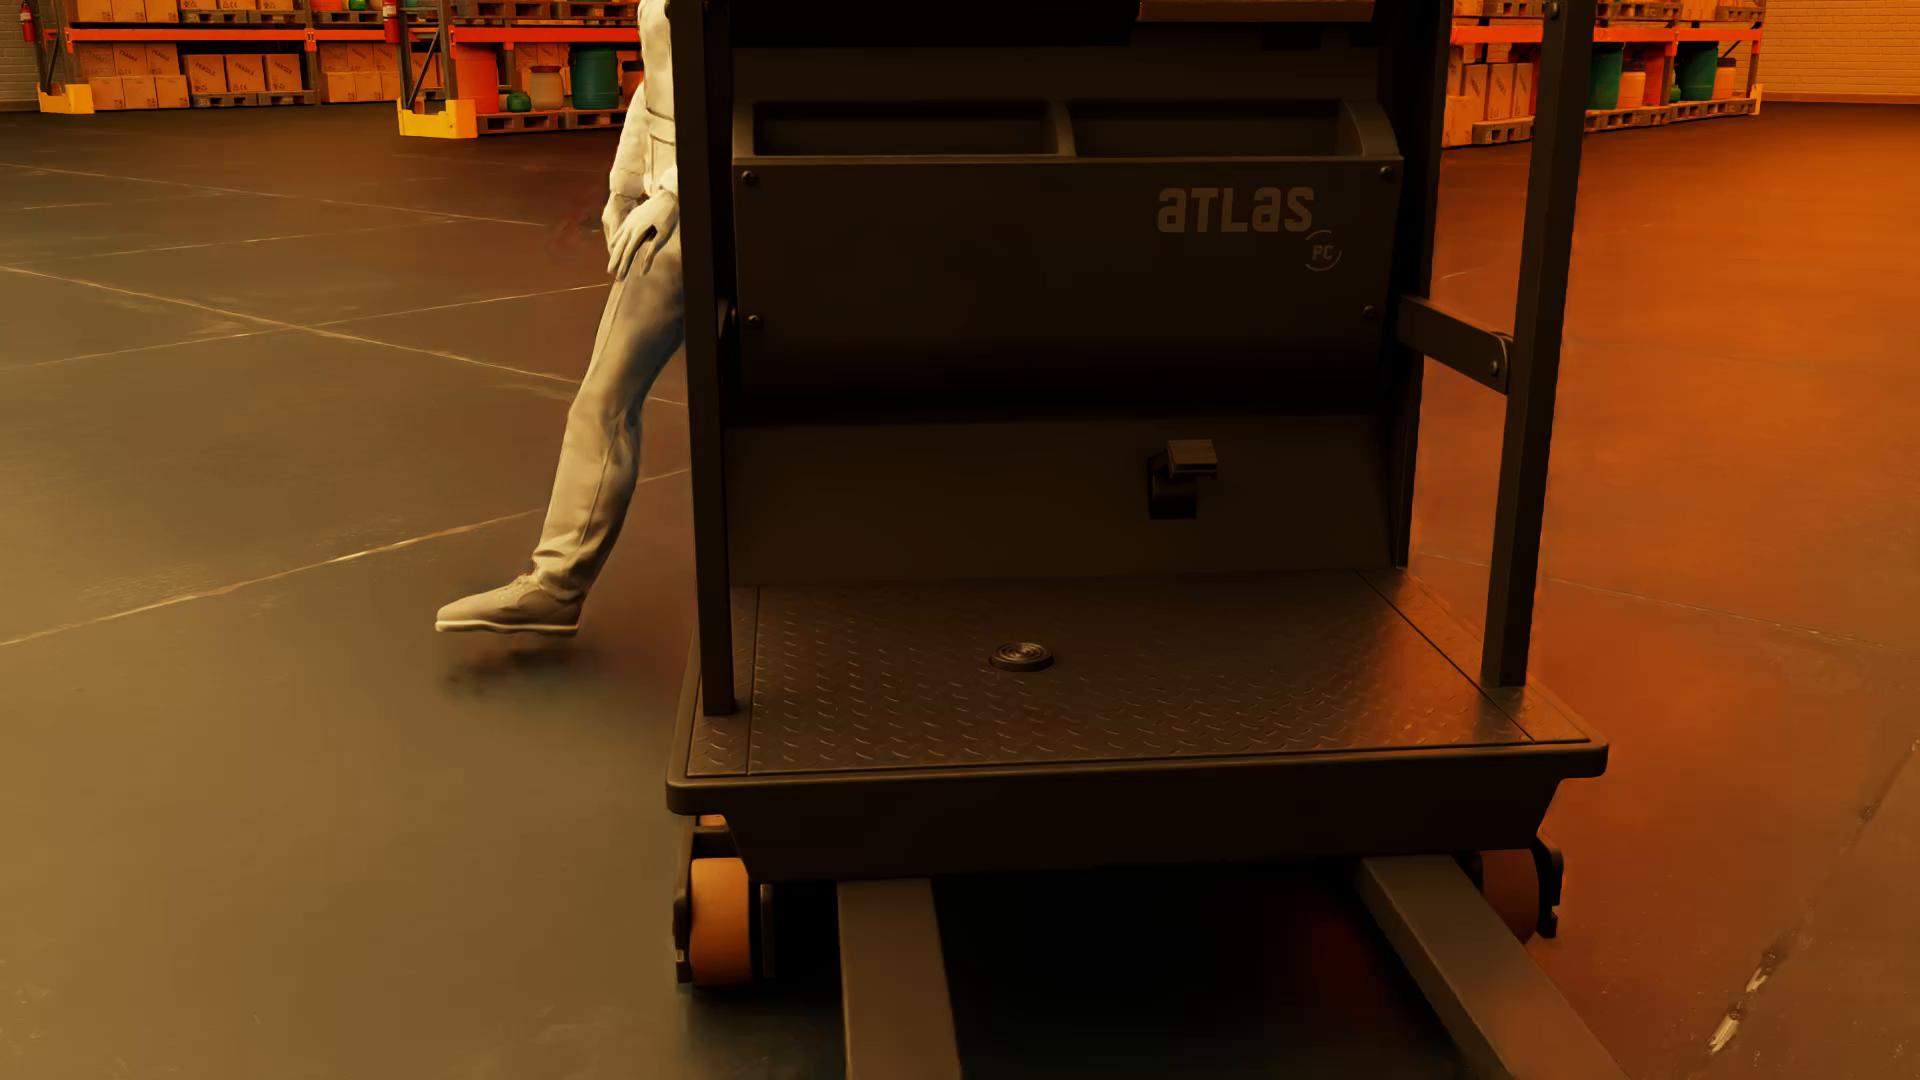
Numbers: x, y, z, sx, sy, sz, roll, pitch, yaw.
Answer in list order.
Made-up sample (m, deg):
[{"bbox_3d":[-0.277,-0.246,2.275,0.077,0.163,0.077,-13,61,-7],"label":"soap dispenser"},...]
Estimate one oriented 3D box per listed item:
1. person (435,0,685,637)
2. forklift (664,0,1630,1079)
[{"bbox_3d":[-0.513,-0.565,3.040,0.729,1.575,0.841,13,21,37],"label":"person"},{"bbox_3d":[0.172,-0.943,2.002,1.130,2.935,3.031,-2,17,-5],"label":"forklift"}]
